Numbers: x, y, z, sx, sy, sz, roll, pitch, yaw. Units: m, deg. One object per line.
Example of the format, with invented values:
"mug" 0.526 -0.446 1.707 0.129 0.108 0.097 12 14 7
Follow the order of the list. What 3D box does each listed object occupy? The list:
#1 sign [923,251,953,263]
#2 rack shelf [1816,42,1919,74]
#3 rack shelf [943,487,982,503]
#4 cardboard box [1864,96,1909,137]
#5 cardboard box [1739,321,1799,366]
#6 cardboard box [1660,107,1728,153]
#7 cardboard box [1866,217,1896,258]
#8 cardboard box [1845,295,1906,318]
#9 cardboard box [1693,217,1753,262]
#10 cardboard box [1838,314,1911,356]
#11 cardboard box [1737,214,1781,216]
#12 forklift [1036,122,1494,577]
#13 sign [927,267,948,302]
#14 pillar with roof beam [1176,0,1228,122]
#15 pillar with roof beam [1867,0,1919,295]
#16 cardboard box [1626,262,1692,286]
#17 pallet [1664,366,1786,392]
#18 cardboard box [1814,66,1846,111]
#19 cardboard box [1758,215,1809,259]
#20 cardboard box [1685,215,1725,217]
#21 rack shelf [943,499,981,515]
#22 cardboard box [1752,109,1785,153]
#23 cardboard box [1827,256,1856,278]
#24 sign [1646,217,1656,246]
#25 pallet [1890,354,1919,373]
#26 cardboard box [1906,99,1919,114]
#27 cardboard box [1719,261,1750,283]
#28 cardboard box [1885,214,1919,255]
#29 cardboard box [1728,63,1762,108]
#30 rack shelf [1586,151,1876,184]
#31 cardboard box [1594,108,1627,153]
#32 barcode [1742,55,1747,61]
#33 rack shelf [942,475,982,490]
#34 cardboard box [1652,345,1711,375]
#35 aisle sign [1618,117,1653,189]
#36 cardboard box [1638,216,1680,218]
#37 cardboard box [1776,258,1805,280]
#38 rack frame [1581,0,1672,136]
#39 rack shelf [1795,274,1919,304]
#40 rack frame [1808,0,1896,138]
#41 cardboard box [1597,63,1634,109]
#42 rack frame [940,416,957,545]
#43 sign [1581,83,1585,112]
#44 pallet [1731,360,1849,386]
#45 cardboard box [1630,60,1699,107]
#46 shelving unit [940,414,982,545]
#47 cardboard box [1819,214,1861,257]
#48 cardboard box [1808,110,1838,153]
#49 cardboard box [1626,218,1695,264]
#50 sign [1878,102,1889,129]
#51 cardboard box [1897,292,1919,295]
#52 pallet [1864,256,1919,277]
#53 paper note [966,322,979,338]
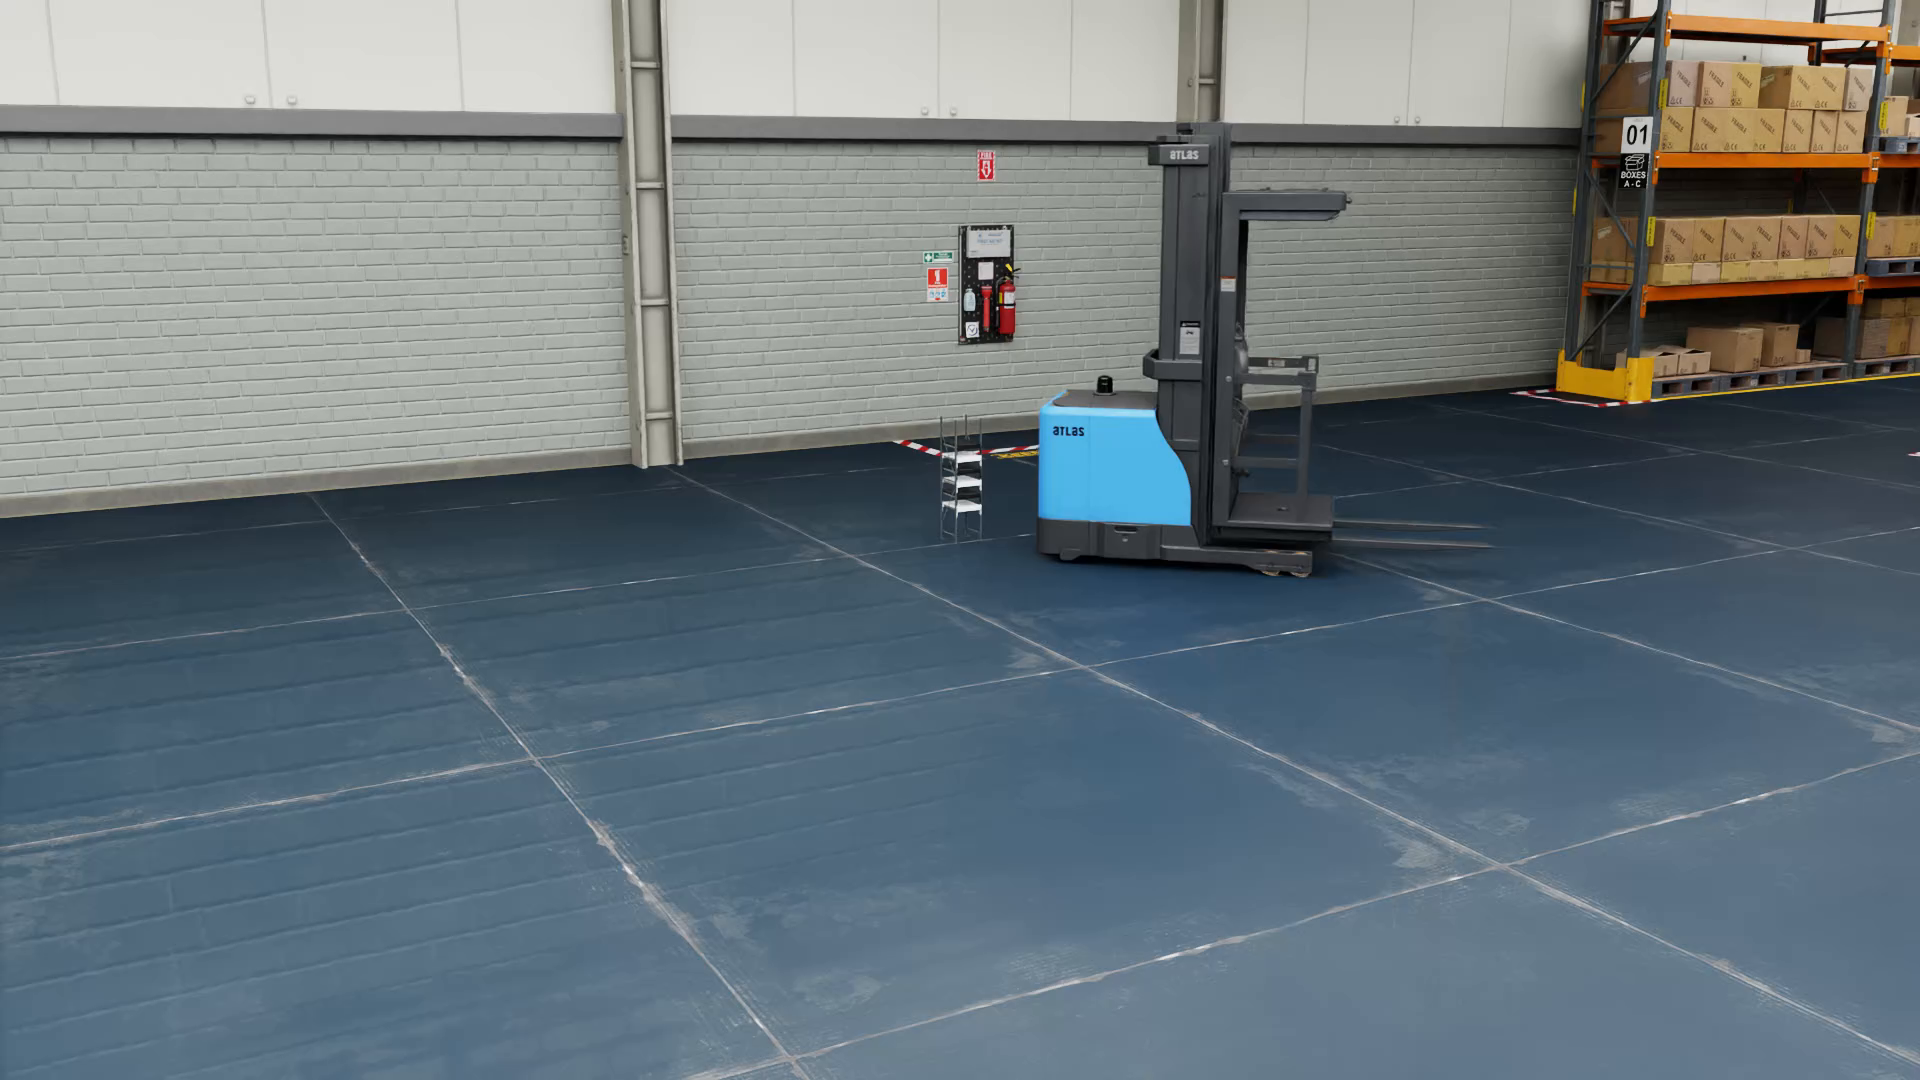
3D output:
"sign" -0.212 -2.773 16.312 0.331 0.109 0.001 -7 14 -28
"rack shelf" 12.835 -6.192 21.678 4.000 0.370 1.077 -7 14 -28
"rack shelf" 0.007 -0.320 12.041 0.200 0.077 0.258 -7 14 -28
"cardboard box" 11.597 -5.360 21.079 0.500 0.500 0.500 -5 13 -20
"cardboard box" 10.187 -2.479 20.986 0.500 0.500 0.500 -8 15 -32
"cardboard box" 8.470 -4.739 19.229 0.500 0.500 0.500 -6 14 -24
"cardboard box" 11.542 -3.912 21.428 0.500 0.500 0.700 -7 14 -28
"cardboard box" 12.102 -3.090 21.990 0.500 0.250 0.500 -7 15 -29
"cardboard box" 9.026 -3.578 19.765 0.500 0.500 0.500 -7 15 -30
"cardboard box" 12.147 -2.741 22.148 0.500 0.500 0.700 -7 15 -29
"cardboard box" 10.111 -3.841 20.931 0.500 0.500 0.500 -7 14 -28
"forklift" 2.096 -1.311 11.261 3.031 2.935 1.130 3 13 13
"sign" -0.220 -2.516 16.376 0.234 0.329 0.001 -7 14 -28
"pillar with roof beam" 4.565 -4.887 13.327 0.400 9.000 9.100 -7 14 -28
"pillar with roof beam" 15.097 -6.149 18.937 0.400 9.000 9.100 -7 14 -28
"cardboard box" 8.149 -3.107 19.380 0.500 0.250 0.500 -7 15 -29
"pallet" 9.435 -2.034 20.667 1.213 0.211 1.003 -7 14 -28
"cardboard box" 10.291 -5.446 20.094 0.500 0.500 0.500 -6 14 -25
"cardboard box" 9.930 -3.690 20.261 0.500 0.500 0.500 -7 15 -29
"cardboard box" 9.220 -3.733 20.451 0.500 0.500 0.500 -7 14 -27
"rack shelf" 0.007 -0.232 12.061 0.200 0.077 0.258 -7 14 -28
"cardboard box" 9.384 -4.855 19.744 0.500 0.500 0.500 -6 14 -24
"cardboard box" 10.809 -3.429 20.812 0.500 0.250 0.500 -7 14 -28
"sign" 7.828 -3.498 18.849 0.005 0.325 0.100 -7 14 -28
"pallet" 12.834 -2.452 22.524 1.213 0.211 1.003 -7 14 -28
"cardboard box" 12.680 -5.490 21.656 0.500 0.500 0.500 -7 15 -30
"cardboard box" 9.048 -3.217 19.867 0.500 0.250 0.500 -7 15 -29
"cardboard box" 12.599 -4.044 22.018 0.500 0.500 0.700 -5 14 -20
"cardboard box" 8.932 -5.283 19.369 0.500 0.500 0.500 -6 14 -26
"rack shelf" 9.324 -4.503 20.094 4.000 0.370 1.077 -7 14 -28
"cardboard box" 7.813 -4.795 19.478 0.500 0.500 0.500 -6 14 -24
"barcode" 9.653 -5.928 20.459 0.075 0.075 0.001 -7 14 -28
"rack shelf" 0.007 -0.407 12.021 0.200 0.077 0.258 -7 14 -28
"cardboard box" 8.719 -2.199 20.169 0.500 0.311 0.500 -6 14 -23
"aisle sign" 7.649 -4.383 18.833 0.004 0.787 0.394 -7 14 -28
"cardboard box" 8.327 -3.624 19.970 0.500 0.500 0.500 -7 14 -27
"cardboard box" 9.933 -3.323 20.338 0.500 0.250 0.500 -7 14 -28
"rack frame" 7.568 -6.107 18.750 0.127 3.000 1.000 -7 14 -28
"rack shelf" 12.835 -3.461 22.293 4.000 0.370 1.077 -7 14 -28
"rack frame" 11.079 -6.528 20.620 0.127 3.000 1.000 -7 14 -28
"cardboard box" 7.821 -5.286 19.382 0.500 0.500 0.500 -6 14 -25
"rack frame" -0.082 -0.429 11.967 0.006 0.900 0.240 -7 14 -28
"sign" 7.320 -5.185 19.467 0.005 0.325 0.100 -7 14 -28
"pallet" 10.507 -2.163 21.241 1.213 0.211 1.003 -7 14 -28
"cardboard box" 8.023 -5.184 18.929 0.500 0.500 0.500 -8 15 -32
"shelving unit" 0.007 -0.440 12.014 0.210 0.900 0.258 -7 14 -28
"cardboard box" 10.812 -3.794 20.725 0.500 0.500 0.500 -7 14 -28
"cardboard box" 10.304 -4.972 20.263 0.500 0.500 0.500 -8 15 -33
"cardboard box" 8.131 -3.475 19.307 0.500 0.500 0.500 -7 14 -28
"sign" 11.346 -5.213 20.432 0.005 0.325 0.100 -7 14 -28
"cardboard box" 13.004 -3.194 22.454 0.500 0.250 0.500 -7 14 -28
"pallet" 11.820 -3.560 21.533 1.213 0.211 1.003 -7 14 -28
"paper note" 0.126 -2.102 16.623 0.142 0.148 0.016 -7 14 -28
